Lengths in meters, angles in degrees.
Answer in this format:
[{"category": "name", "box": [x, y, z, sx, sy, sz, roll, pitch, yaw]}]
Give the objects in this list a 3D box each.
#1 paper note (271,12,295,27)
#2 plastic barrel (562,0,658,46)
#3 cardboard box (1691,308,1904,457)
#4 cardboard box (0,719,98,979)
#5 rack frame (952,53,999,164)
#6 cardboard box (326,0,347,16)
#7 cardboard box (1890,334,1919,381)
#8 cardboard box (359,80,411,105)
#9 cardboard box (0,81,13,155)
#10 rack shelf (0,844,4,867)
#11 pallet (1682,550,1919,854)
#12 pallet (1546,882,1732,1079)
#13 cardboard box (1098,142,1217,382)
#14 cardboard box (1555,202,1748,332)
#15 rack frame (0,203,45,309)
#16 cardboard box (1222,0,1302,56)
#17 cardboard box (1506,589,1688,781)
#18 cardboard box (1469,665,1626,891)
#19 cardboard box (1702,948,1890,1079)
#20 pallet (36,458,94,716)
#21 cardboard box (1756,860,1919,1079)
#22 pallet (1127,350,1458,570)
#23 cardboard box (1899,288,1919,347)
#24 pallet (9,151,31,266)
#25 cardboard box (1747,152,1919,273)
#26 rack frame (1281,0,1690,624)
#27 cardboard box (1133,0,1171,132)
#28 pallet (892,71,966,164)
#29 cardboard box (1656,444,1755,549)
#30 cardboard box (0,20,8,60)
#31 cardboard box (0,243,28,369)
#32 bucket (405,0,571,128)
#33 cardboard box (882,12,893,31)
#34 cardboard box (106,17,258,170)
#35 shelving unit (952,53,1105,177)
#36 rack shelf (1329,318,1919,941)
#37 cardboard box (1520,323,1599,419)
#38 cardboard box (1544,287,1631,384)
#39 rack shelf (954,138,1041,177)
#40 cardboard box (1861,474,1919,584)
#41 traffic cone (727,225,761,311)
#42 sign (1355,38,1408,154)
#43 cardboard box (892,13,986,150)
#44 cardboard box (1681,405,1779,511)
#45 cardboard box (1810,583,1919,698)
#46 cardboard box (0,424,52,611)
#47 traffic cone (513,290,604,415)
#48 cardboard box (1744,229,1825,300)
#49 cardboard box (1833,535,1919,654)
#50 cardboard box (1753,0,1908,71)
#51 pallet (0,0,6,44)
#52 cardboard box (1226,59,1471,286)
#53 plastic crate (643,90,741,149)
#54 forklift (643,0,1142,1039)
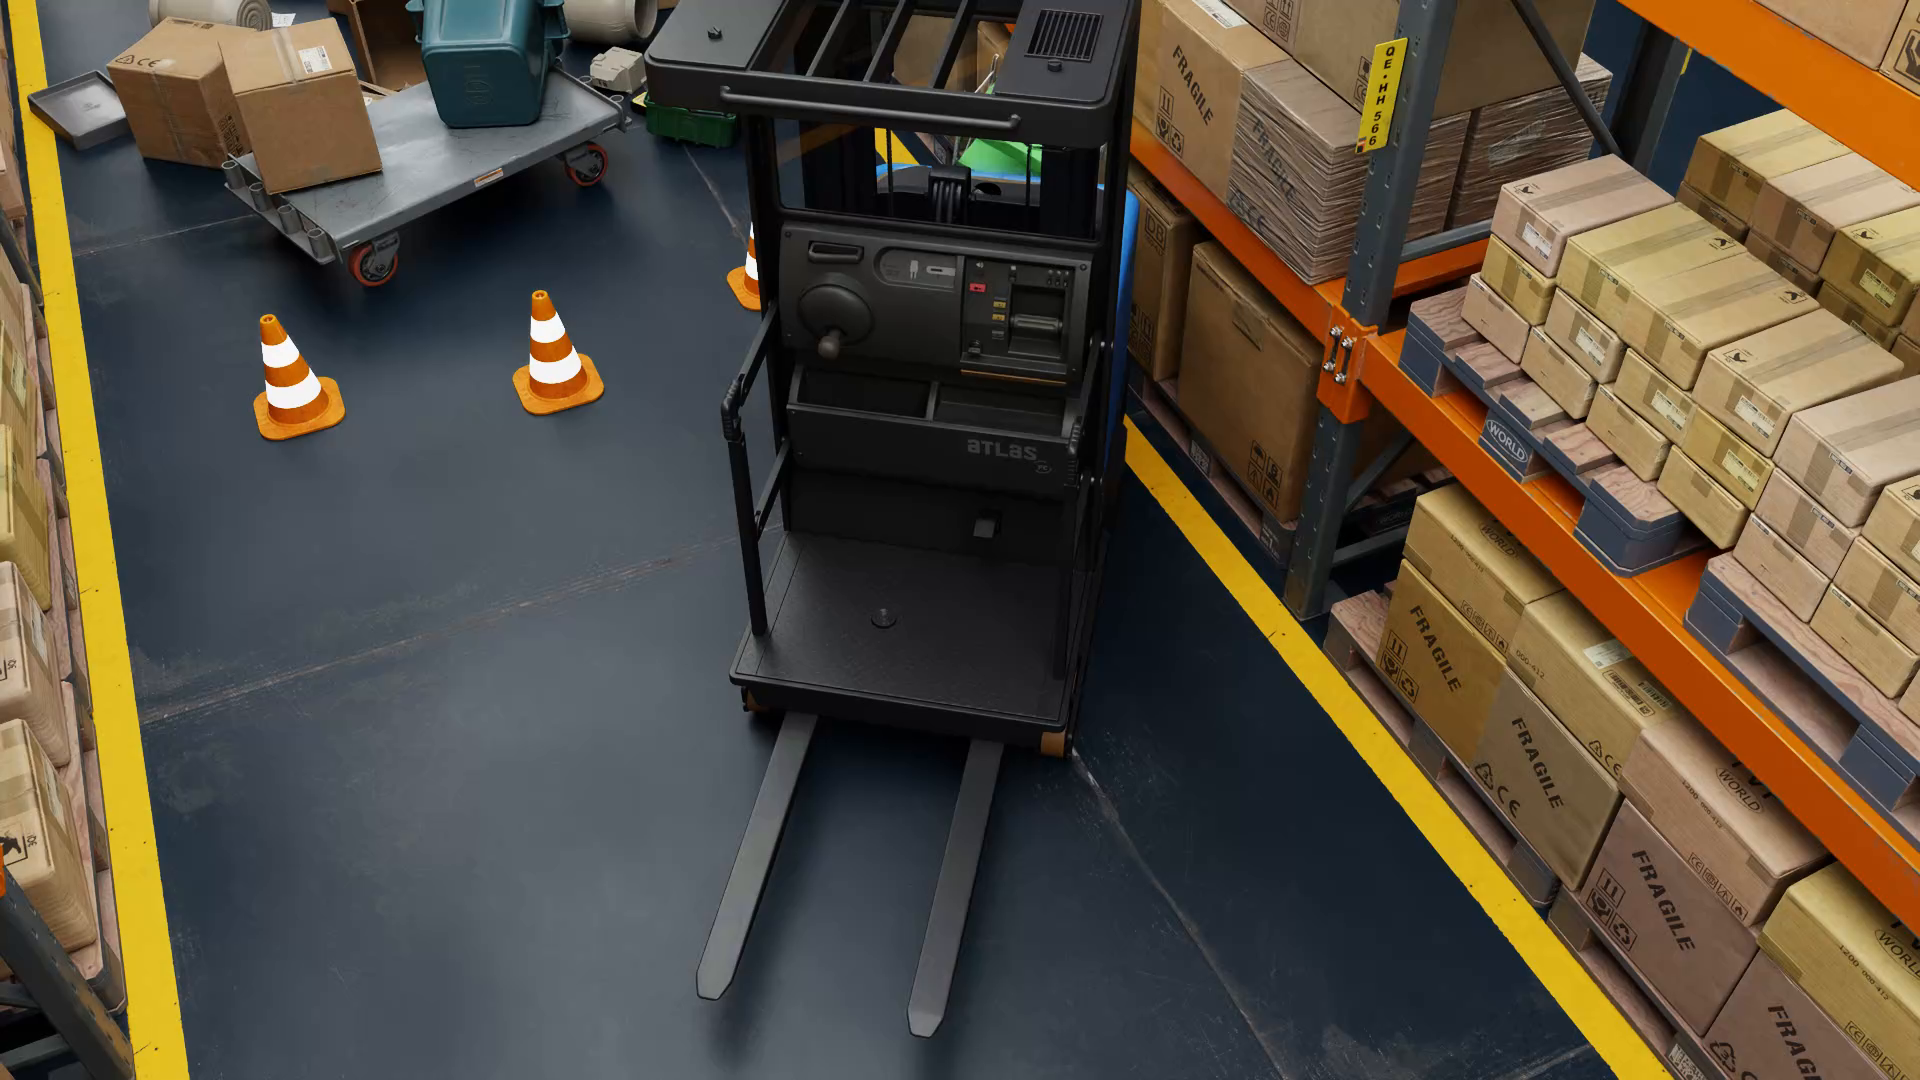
[{"category": "paper note", "box": [-3.745, -2.865, 9.140, 0.148, 0.019, 0.142, -3, 45, -3]}, {"category": "plastic barrel", "box": [-1.907, -2.856, 8.843, 0.512, 0.421, 0.421, 11, 46, 11]}, {"category": "cardboard box", "box": [1.987, -0.378, 3.953, 0.380, 0.149, 0.250, -20, 48, -19]}, {"category": "cardboard box", "box": [-3.034, 0.995, 4.678, 0.950, 0.372, 0.625, -21, 48, -20]}, {"category": "rack frame", "box": [0.019, -1.449, 6.658, 0.015, 1.200, 0.240, 31, 64, 9]}, {"category": "cardboard box", "box": [-3.134, -3.266, 9.202, 0.637, 0.503, 0.797, 18, 47, 18]}, {"category": "cardboard box", "box": [2.596, -0.444, 4.232, 0.380, 0.149, 0.250, -18, 47, -17]}, {"category": "cardboard box", "box": [-2.882, -2.157, 8.247, 0.396, 0.266, 0.258, 18, 47, 18]}, {"category": "cardboard box", "box": [-4.725, -1.941, 7.740, 0.500, 0.250, 0.500, -16, 47, -15]}, {"category": "rack shelf", "box": [-3.646, -0.447, 5.079, 1.077, 0.370, 4.000, -18, 47, -17]}, {"category": "pallet", "box": [2.513, 0.363, 3.883, 1.003, 0.211, 1.213, -18, 47, -17]}, {"category": "pallet", "box": [2.480, 1.313, 4.769, 1.003, 0.211, 1.213, -18, 47, -17]}, {"category": "cardboard box", "box": [1.098, -1.274, 6.708, 1.050, 0.750, 0.750, -17, 47, -17]}, {"category": "cardboard box", "box": [1.777, -0.704, 4.284, 0.380, 0.149, 0.250, -19, 48, -18]}, {"category": "rack frame", "box": [-4.487, -1.977, 6.118, 1.000, 3.000, 0.127, -18, 47, -17]}, {"category": "cardboard box", "box": [1.250, -1.957, 5.315, 0.700, 0.500, 0.500, -19, 48, -18]}, {"category": "cardboard box", "box": [1.927, 0.353, 4.704, 0.500, 0.250, 0.500, -19, 48, -18]}, {"category": "cardboard box", "box": [1.924, 0.631, 4.955, 0.500, 0.500, 0.500, -17, 47, -17]}, {"category": "cardboard box", "box": [2.358, 1.282, 4.295, 0.500, 0.500, 0.500, -19, 48, -18]}, {"category": "pallet", "box": [-3.642, 0.290, 5.806, 1.003, 0.211, 1.213, -18, 47, -17]}, {"category": "cardboard box", "box": [2.343, 1.004, 4.044, 0.500, 0.250, 0.500, -20, 48, -19]}, {"category": "pallet", "box": [1.380, -0.487, 6.593, 1.003, 0.211, 1.213, -18, 47, -17]}, {"category": "cardboard box", "box": [2.595, -0.553, 4.131, 0.380, 0.149, 0.250, -17, 47, -16]}, {"category": "pallet", "box": [-4.802, -1.402, 7.521, 1.003, 0.211, 1.213, -18, 47, -17]}, {"category": "cardboard box", "box": [2.369, -0.889, 4.471, 0.380, 0.149, 0.250, -19, 48, -18]}, {"category": "rack frame", "box": [1.643, -0.955, 5.082, 1.000, 3.000, 0.127, -18, 47, -17]}, {"category": "cardboard box", "box": [0.792, -1.835, 5.903, 0.500, 0.500, 0.500, -19, 48, -18]}, {"category": "pallet", "box": [0.354, -2.041, 8.169, 1.003, 0.211, 1.213, -18, 47, -17]}, {"category": "cardboard box", "box": [1.990, -0.155, 4.152, 0.380, 0.149, 0.250, -16, 47, -16]}, {"category": "cardboard box", "box": [-5.149, -2.597, 8.405, 0.500, 0.250, 0.500, -20, 48, -19]}, {"category": "cardboard box", "box": [-4.264, -0.858, 6.556, 0.950, 0.372, 0.625, -17, 47, -17]}, {"category": "bucket", "box": [-2.188, -2.285, 7.679, 0.726, 0.611, 0.620, -3, 55, -3]}, {"category": "cardboard box", "box": [-0.240, -3.318, 8.691, 0.875, 0.875, 0.875, -17, 47, -17]}, {"category": "cardboard box", "box": [-3.703, -2.173, 8.095, 0.500, 0.500, 0.500, 11, 46, 11]}, {"category": "shelving unit", "box": [0.225, -1.325, 6.619, 0.503, 1.200, 0.258, 31, 64, 9]}, {"category": "rack shelf", "box": [2.484, 0.576, 4.043, 1.077, 0.370, 4.000, -18, 47, -17]}, {"category": "cardboard box", "box": [1.761, -0.499, 4.500, 0.380, 0.149, 0.250, -16, 47, -15]}, {"category": "cardboard box", "box": [1.780, -0.581, 4.371, 0.380, 0.149, 0.250, -16, 47, -16]}, {"category": "rack shelf", "box": [0.243, -1.404, 6.462, 0.480, 0.148, 0.258, 31, 64, 9]}, {"category": "cardboard box", "box": [2.216, -0.038, 3.609, 0.380, 0.149, 0.250, -17, 47, -16]}, {"category": "traffic cone", "box": [-0.845, -1.300, 7.238, 0.336, 0.463, 0.334, -18, 47, -17]}, {"category": "sign", "box": [1.141, -1.201, 4.507, 0.100, 0.325, 0.005, -18, 47, -17]}, {"category": "cardboard box", "box": [0.304, -2.483, 7.934, 1.050, 0.750, 0.750, -18, 47, -18]}, {"category": "cardboard box", "box": [2.002, -0.251, 4.037, 0.380, 0.149, 0.250, -18, 47, -17]}, {"category": "cardboard box", "box": [2.208, 0.175, 3.817, 0.380, 0.149, 0.250, -17, 47, -17]}, {"category": "cardboard box", "box": [-3.665, 0.042, 5.644, 0.950, 0.372, 0.625, -17, 47, -16]}, {"category": "traffic cone", "box": [-1.666, -0.808, 6.739, 0.336, 0.463, 0.334, -18, 47, -17]}, {"category": "cardboard box", "box": [2.378, -0.771, 4.563, 0.380, 0.149, 0.250, -16, 47, -16]}, {"category": "cardboard box", "box": [2.207, 0.067, 3.714, 0.380, 0.149, 0.250, -18, 48, -18]}, {"category": "cardboard box", "box": [1.859, -1.299, 3.224, 0.500, 0.500, 0.500, -18, 47, -17]}, {"category": "pallet", "box": [-5.828, -2.957, 9.097, 1.003, 0.211, 1.213, -18, 47, -17]}, {"category": "cardboard box", "box": [1.210, -1.198, 5.257, 0.500, 0.500, 0.500, -18, 47, -17]}, {"category": "plastic crate", "box": [-1.300, -2.247, 8.353, 0.450, 0.188, 0.662, 11, 45, -3]}, {"category": "forklift", "box": [-0.119, -0.610, 4.781, 1.130, 2.935, 3.031, 8, 45, 8]}]
